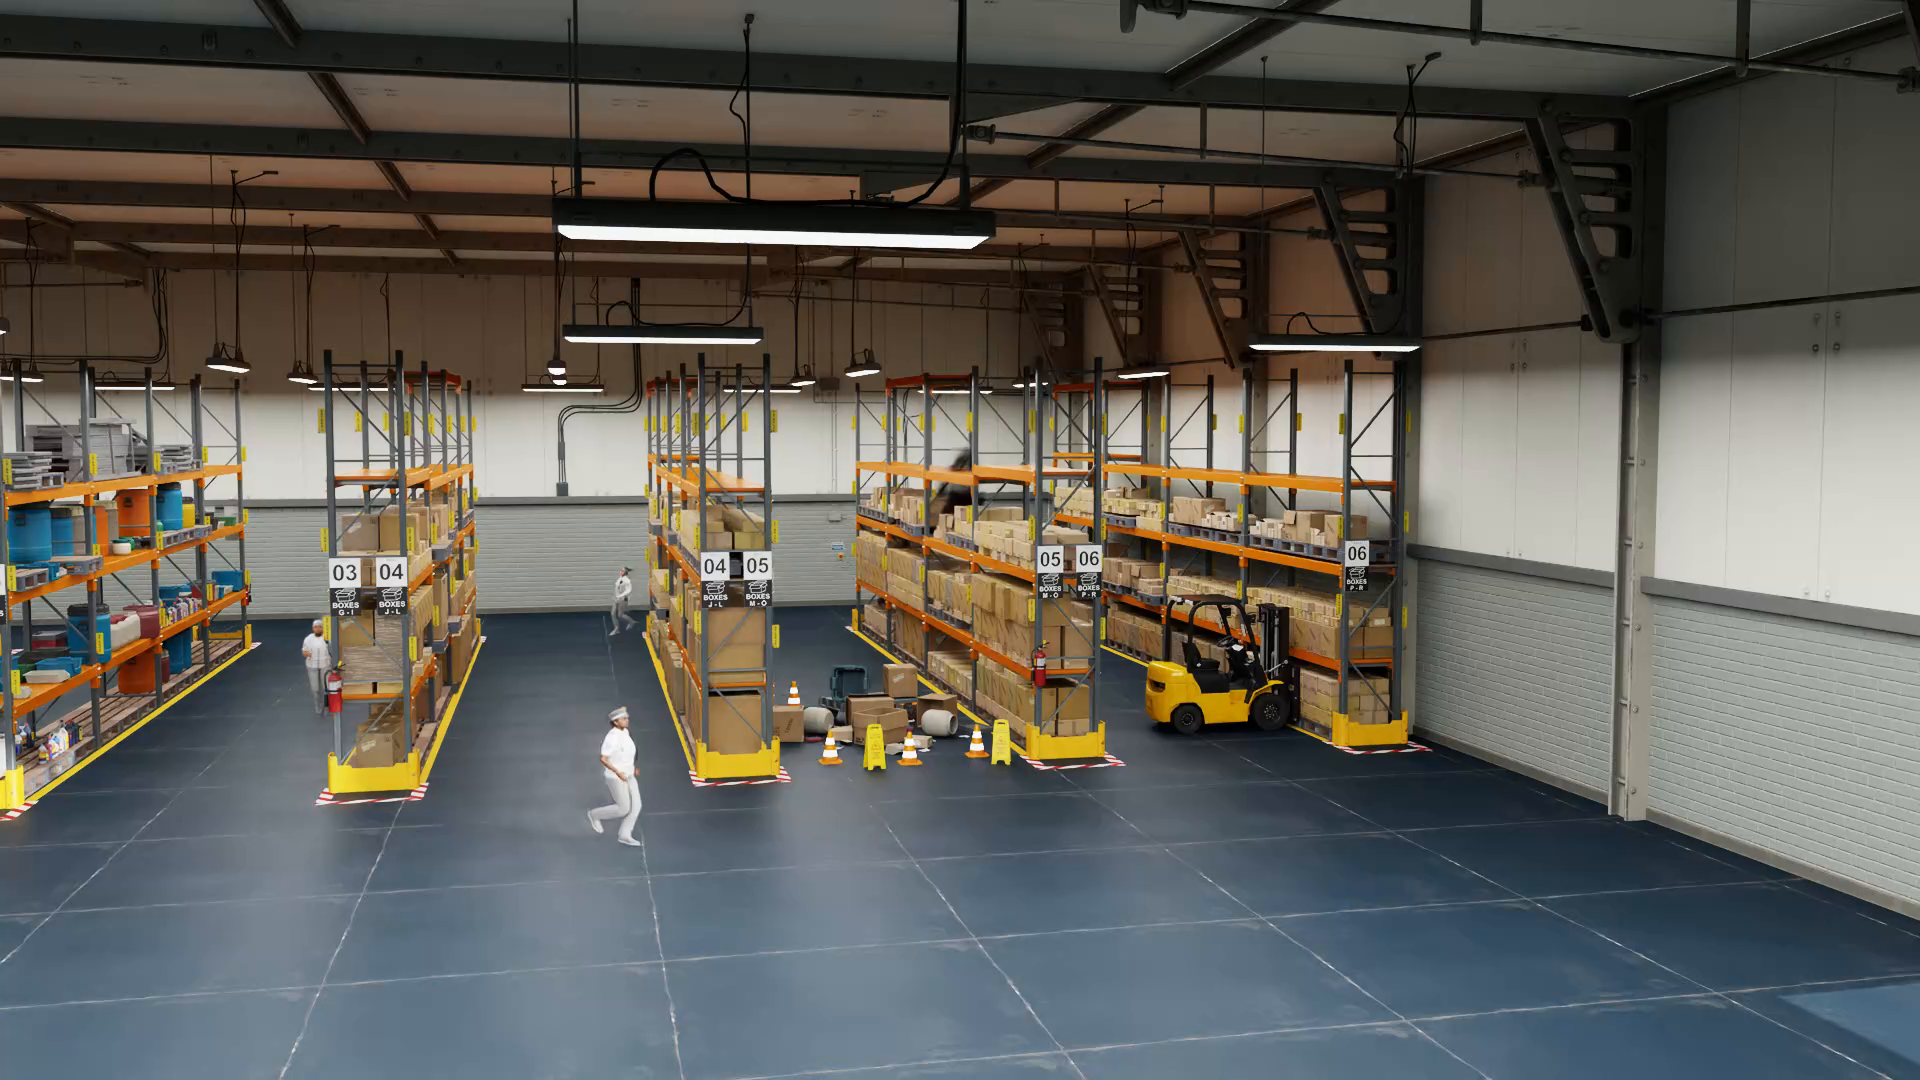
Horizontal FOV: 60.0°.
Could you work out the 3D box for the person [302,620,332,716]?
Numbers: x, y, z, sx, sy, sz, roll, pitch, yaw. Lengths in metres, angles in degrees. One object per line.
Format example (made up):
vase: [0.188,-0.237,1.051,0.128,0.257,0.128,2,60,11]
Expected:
person: [-10.972,2.195,28.504,0.587,1.648,0.610,-1,4,-16]

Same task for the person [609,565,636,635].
person: [-8.009,1.429,39.664,0.687,1.673,0.658,-4,5,-41]

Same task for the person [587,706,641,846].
person: [-4.107,2.807,19.850,0.639,1.667,0.562,1,4,17]

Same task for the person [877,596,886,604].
person: [-1.862,1.268,41.908,0.509,1.658,0.703,2,4,26]
